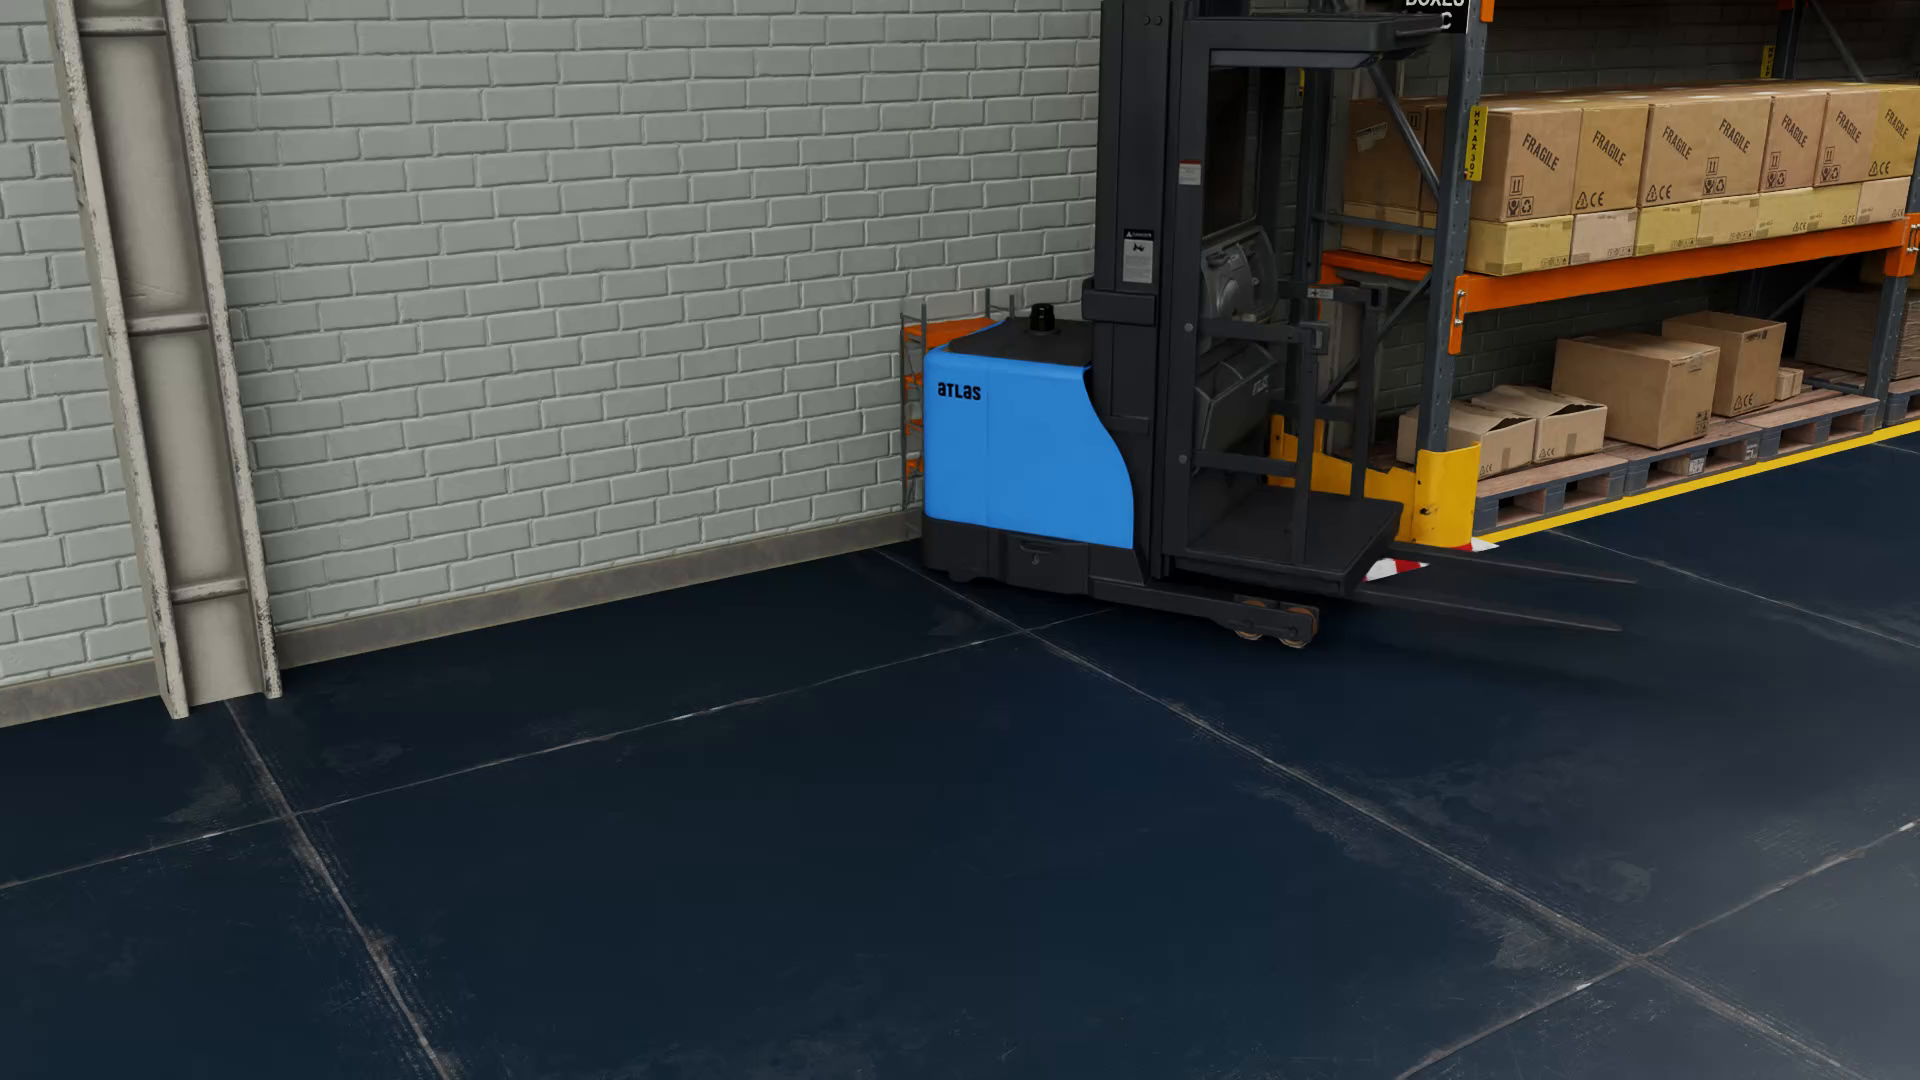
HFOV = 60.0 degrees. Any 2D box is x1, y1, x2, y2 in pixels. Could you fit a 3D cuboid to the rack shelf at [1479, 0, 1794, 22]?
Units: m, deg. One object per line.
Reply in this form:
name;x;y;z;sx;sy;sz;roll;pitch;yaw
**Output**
rack shelf;3.696;-2.957;8.748;4.000;0.370;1.077;-12;22;-31

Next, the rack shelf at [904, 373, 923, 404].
rack shelf;-0.013;-0.737;8.040;0.480;0.148;0.258;-11;20;-30

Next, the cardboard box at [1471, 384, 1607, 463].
cardboard box;3.129;-0.657;9.017;0.500;0.311;0.500;-10;21;-27

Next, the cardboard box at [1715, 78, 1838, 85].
cardboard box;4.859;-2.496;9.976;0.500;0.500;0.500;-13;22;-33

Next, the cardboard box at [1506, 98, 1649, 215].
cardboard box;3.008;-1.906;8.232;0.500;0.500;0.500;-12;22;-31

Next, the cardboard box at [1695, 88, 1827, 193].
cardboard box;4.302;-2.182;9.046;0.500;0.500;0.500;-13;22;-33

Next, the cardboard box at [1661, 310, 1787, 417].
cardboard box;4.522;-1.060;9.912;0.500;0.500;0.500;-14;23;-35

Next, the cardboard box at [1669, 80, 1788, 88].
cardboard box;4.425;-2.406;9.709;0.500;0.500;0.500;-12;22;-32

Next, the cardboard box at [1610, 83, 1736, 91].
cardboard box;4.006;-2.319;9.454;0.500;0.500;0.500;-11;22;-30

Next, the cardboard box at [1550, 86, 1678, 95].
cardboard box;3.578;-2.225;9.175;0.500;0.500;0.500;-12;22;-31

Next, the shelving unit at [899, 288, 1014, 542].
shelving unit;-0.012;-0.588;8.087;0.503;1.200;0.258;-11;20;-30

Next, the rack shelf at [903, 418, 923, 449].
rack shelf;-0.011;-0.524;8.108;0.480;0.148;0.258;-11;20;-30

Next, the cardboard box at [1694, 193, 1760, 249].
cardboard box;3.886;-1.736;8.899;0.500;0.250;0.500;-12;22;-31

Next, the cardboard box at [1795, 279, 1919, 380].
cardboard box;5.972;-1.388;10.881;0.500;0.500;0.700;-11;22;-30

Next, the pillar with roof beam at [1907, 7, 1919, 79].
pillar with roof beam;9.513;-4.627;7.879;0.400;9.000;9.100;-12;22;-31

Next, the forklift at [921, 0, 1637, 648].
forklift;1.375;-1.135;7.024;3.031;2.935;1.130;9;21;25

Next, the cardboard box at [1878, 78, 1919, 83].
cardboard box;6.281;-2.662;10.592;0.500;0.500;0.700;-9;21;-26

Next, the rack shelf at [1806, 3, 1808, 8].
rack shelf;7.037;-3.662;10.832;4.000;0.370;1.077;-12;22;-31

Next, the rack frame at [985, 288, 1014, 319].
rack frame;0.197;-0.629;8.208;0.015;1.200;0.240;-11;20;-30

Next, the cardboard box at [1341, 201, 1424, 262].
cardboard box;2.310;-1.597;8.489;0.500;0.250;0.500;-12;22;-31

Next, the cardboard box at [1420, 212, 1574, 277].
cardboard box;2.608;-1.464;8.095;0.500;0.250;0.500;-13;22;-33

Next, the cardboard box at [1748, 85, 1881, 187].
cardboard box;4.728;-2.267;9.300;0.500;0.500;0.500;-12;22;-32

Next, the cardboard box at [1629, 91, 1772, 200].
cardboard box;3.868;-2.090;8.775;0.500;0.500;0.500;-11;22;-30

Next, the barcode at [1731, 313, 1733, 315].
barcode;4.784;-1.374;10.342;0.075;0.075;0.001;-12;22;-31

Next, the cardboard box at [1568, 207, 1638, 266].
cardboard box;3.034;-1.559;8.377;0.500;0.250;0.500;-13;22;-33

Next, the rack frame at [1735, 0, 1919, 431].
rack frame;5.367;-2.229;10.155;0.127;3.000;1.000;-12;22;-31

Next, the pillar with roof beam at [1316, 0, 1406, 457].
pillar with roof beam;4.502;-3.570;4.753;0.400;9.000;9.100;-12;22;-31

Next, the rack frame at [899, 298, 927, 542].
rack frame;-0.220;-0.548;7.966;0.015;1.200;0.240;-11;20;-30

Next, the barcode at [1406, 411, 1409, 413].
barcode;2.448;-0.672;9.045;0.075;0.075;0.001;-12;22;-31

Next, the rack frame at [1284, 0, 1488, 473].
rack frame;2.026;-1.525;8.071;0.127;3.000;1.000;-12;22;-31

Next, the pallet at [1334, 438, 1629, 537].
pallet;2.787;-0.351;8.952;1.213;0.211;1.003;-12;22;-31

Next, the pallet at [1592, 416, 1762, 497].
pallet;3.805;-0.564;9.584;1.213;0.211;1.003;-12;22;-31

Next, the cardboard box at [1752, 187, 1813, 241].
cardboard box;4.305;-1.825;9.162;0.500;0.250;0.500;-12;22;-32

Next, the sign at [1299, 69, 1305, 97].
sign;1.737;-2.375;8.284;0.005;0.325;0.100;-12;22;-31

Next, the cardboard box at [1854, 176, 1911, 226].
cardboard box;5.138;-2.003;9.689;0.500;0.250;0.500;-12;22;-31

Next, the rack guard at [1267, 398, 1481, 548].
rack guard;2.089;-0.354;8.511;0.348;0.500;1.175;-12;22;-31

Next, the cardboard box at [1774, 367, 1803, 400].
cardboard box;4.936;-0.993;10.236;0.250;0.166;0.380;-16;24;-38

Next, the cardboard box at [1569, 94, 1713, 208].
cardboard box;3.443;-1.996;8.496;0.500;0.500;0.500;-13;22;-33

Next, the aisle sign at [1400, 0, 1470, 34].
aisle sign;2.131;-2.663;7.380;0.004;0.787;0.394;-12;22;-31

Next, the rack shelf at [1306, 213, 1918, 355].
rack shelf;3.696;-1.536;9.228;4.000;0.370;1.077;-12;22;-31

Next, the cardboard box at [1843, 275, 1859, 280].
cardboard box;6.376;-1.492;11.190;0.500;0.500;0.700;-12;22;-32

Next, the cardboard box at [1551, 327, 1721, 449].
cardboard box;3.770;-0.863;9.330;0.500;0.500;0.700;-14;23;-35

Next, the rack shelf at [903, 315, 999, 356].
rack shelf;-0.015;-0.963;7.968;0.480;0.148;0.258;-11;20;-30

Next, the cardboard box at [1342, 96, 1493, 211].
cardboard box;2.303;-1.958;8.385;0.500;0.500;0.500;-12;22;-32

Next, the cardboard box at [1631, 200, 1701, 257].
cardboard box;3.463;-1.647;8.637;0.500;0.250;0.500;-12;22;-32

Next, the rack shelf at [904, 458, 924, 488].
rack shelf;-0.009;-0.335;8.168;0.480;0.148;0.258;-11;20;-30

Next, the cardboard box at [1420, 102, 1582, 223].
cardboard box;2.590;-1.822;7.983;0.500;0.500;0.500;-12;22;-31

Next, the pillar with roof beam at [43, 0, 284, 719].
pillar with roof beam;-0.509;-2.513;1.627;0.400;9.000;9.100;-12;22;-31

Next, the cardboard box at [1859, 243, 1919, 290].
cardboard box;6.338;-1.821;10.994;0.500;0.250;0.500;-12;22;-33

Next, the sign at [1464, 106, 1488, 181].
sign;2.324;-1.790;7.503;0.005;0.325;0.100;-12;22;-31

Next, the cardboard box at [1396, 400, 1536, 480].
cardboard box;2.653;-0.557;8.720;0.500;0.311;0.500;-15;24;-37

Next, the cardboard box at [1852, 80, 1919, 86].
cardboard box;5.810;-2.565;10.307;0.500;0.500;0.700;-12;22;-31

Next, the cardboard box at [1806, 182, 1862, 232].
cardboard box;4.717;-1.918;9.436;0.500;0.250;0.500;-12;22;-31

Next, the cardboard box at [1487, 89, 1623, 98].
cardboard box;3.158;-2.136;8.913;0.500;0.500;0.500;-13;22;-33

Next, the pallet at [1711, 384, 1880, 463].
pallet;4.825;-0.780;10.224;1.213;0.211;1.003;-12;22;-31

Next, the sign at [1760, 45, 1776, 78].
sign;5.058;-2.925;10.407;0.005;0.325;0.100;-12;22;-31

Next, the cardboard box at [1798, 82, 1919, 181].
cardboard box;5.142;-2.357;9.565;0.500;0.500;0.500;-12;22;-32

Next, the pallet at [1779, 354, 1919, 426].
pallet;6.016;-1.046;11.008;1.213;0.211;1.003;-12;22;-31

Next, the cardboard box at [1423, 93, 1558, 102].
cardboard box;2.728;-2.044;8.640;0.500;0.500;0.500;-12;22;-31

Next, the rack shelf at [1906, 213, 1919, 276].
rack shelf;7.037;-2.241;11.312;4.000;0.370;1.077;-12;22;-31
